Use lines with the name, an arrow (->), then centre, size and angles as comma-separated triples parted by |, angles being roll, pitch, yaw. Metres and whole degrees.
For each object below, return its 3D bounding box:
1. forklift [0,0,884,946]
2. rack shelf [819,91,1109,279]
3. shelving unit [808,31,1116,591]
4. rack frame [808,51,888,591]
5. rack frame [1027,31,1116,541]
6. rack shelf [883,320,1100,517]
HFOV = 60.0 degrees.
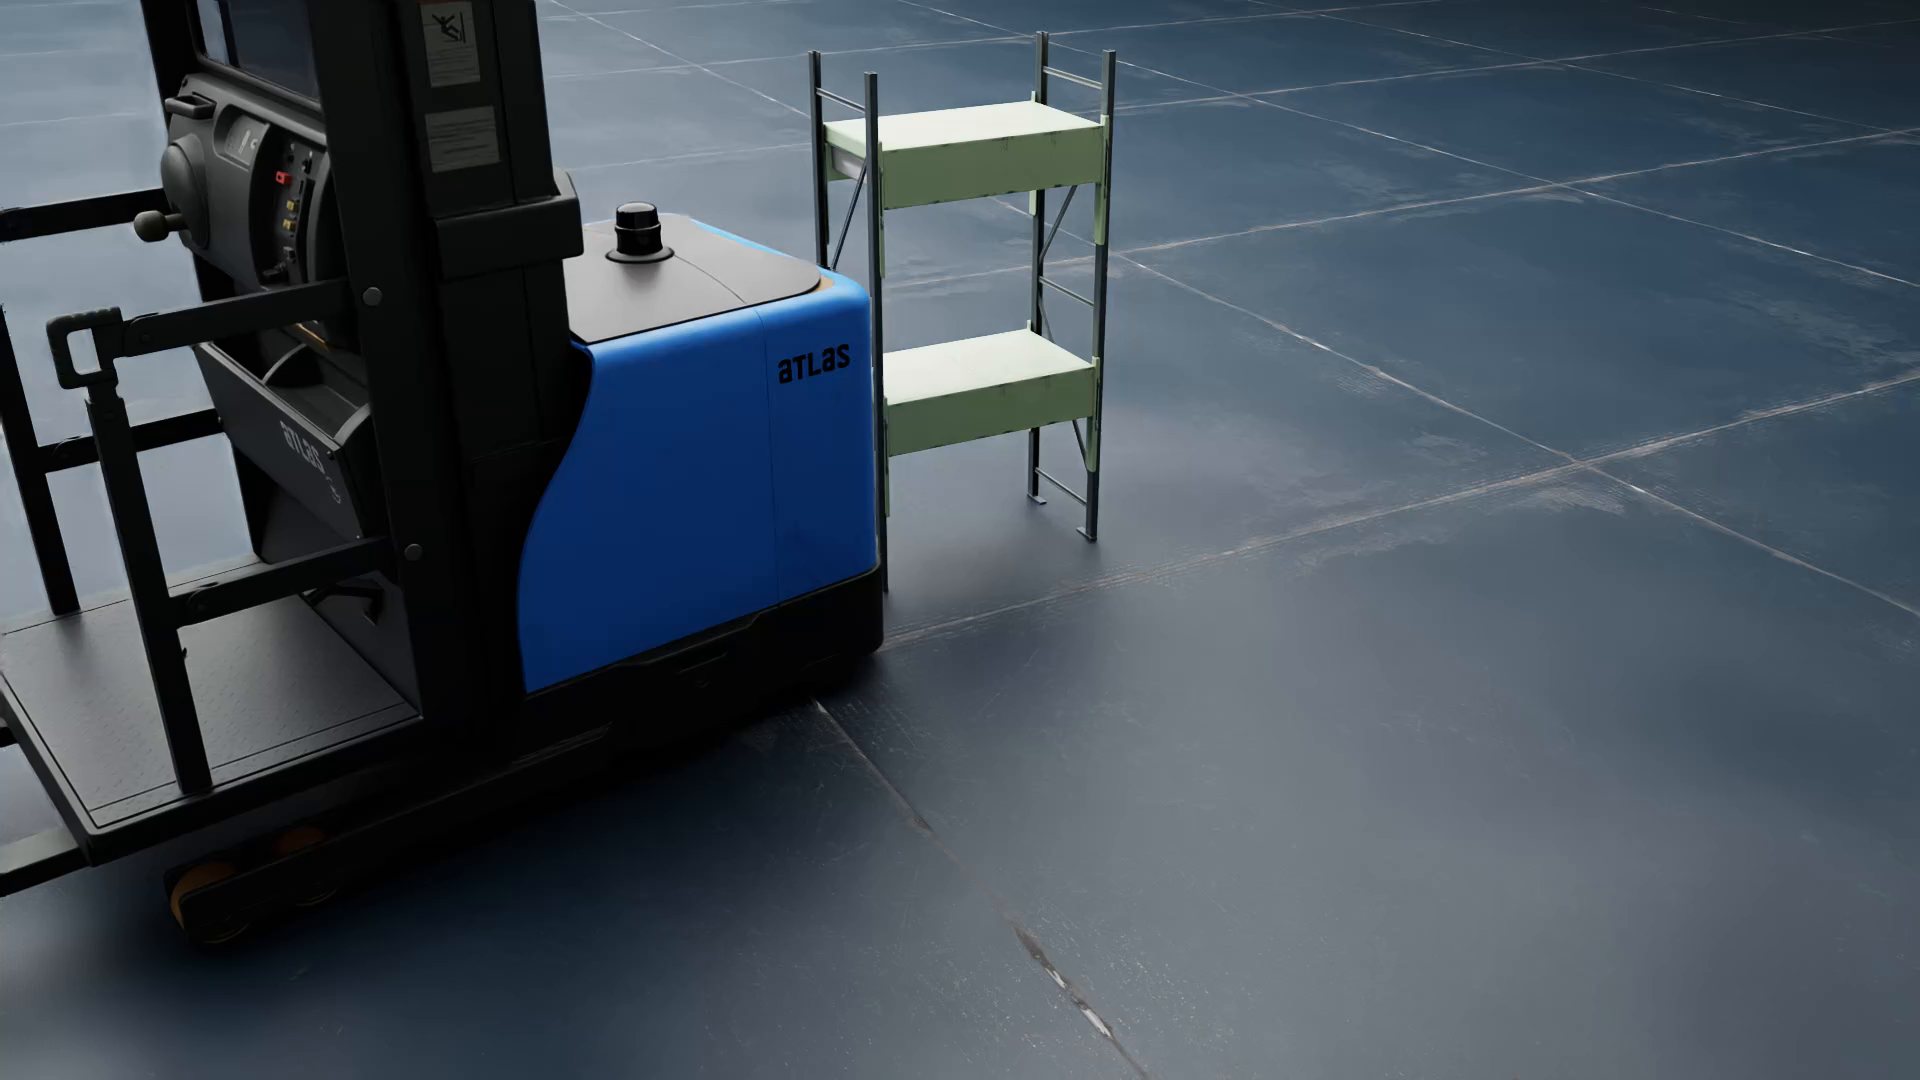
forklift -> -1.664, -0.734, 3.392 | 3.031, 2.935, 1.130 | -20, 32, -35
rack shelf -> 0.006, -1.029, 4.759 | 0.720, 0.370, 0.431 | -13, 29, -25
shelving unit -> 0.006, -0.677, 4.928 | 0.755, 1.500, 0.431 | -13, 29, -25
rack frame -> -0.317, -0.603, 4.773 | 0.023, 1.500, 0.400 | -13, 29, -25
rack frame -> 0.329, -0.752, 5.083 | 0.023, 1.500, 0.400 | -13, 29, -25
rack shelf -> 0.006, -0.384, 5.069 | 0.720, 0.370, 0.431 | -13, 29, -25
